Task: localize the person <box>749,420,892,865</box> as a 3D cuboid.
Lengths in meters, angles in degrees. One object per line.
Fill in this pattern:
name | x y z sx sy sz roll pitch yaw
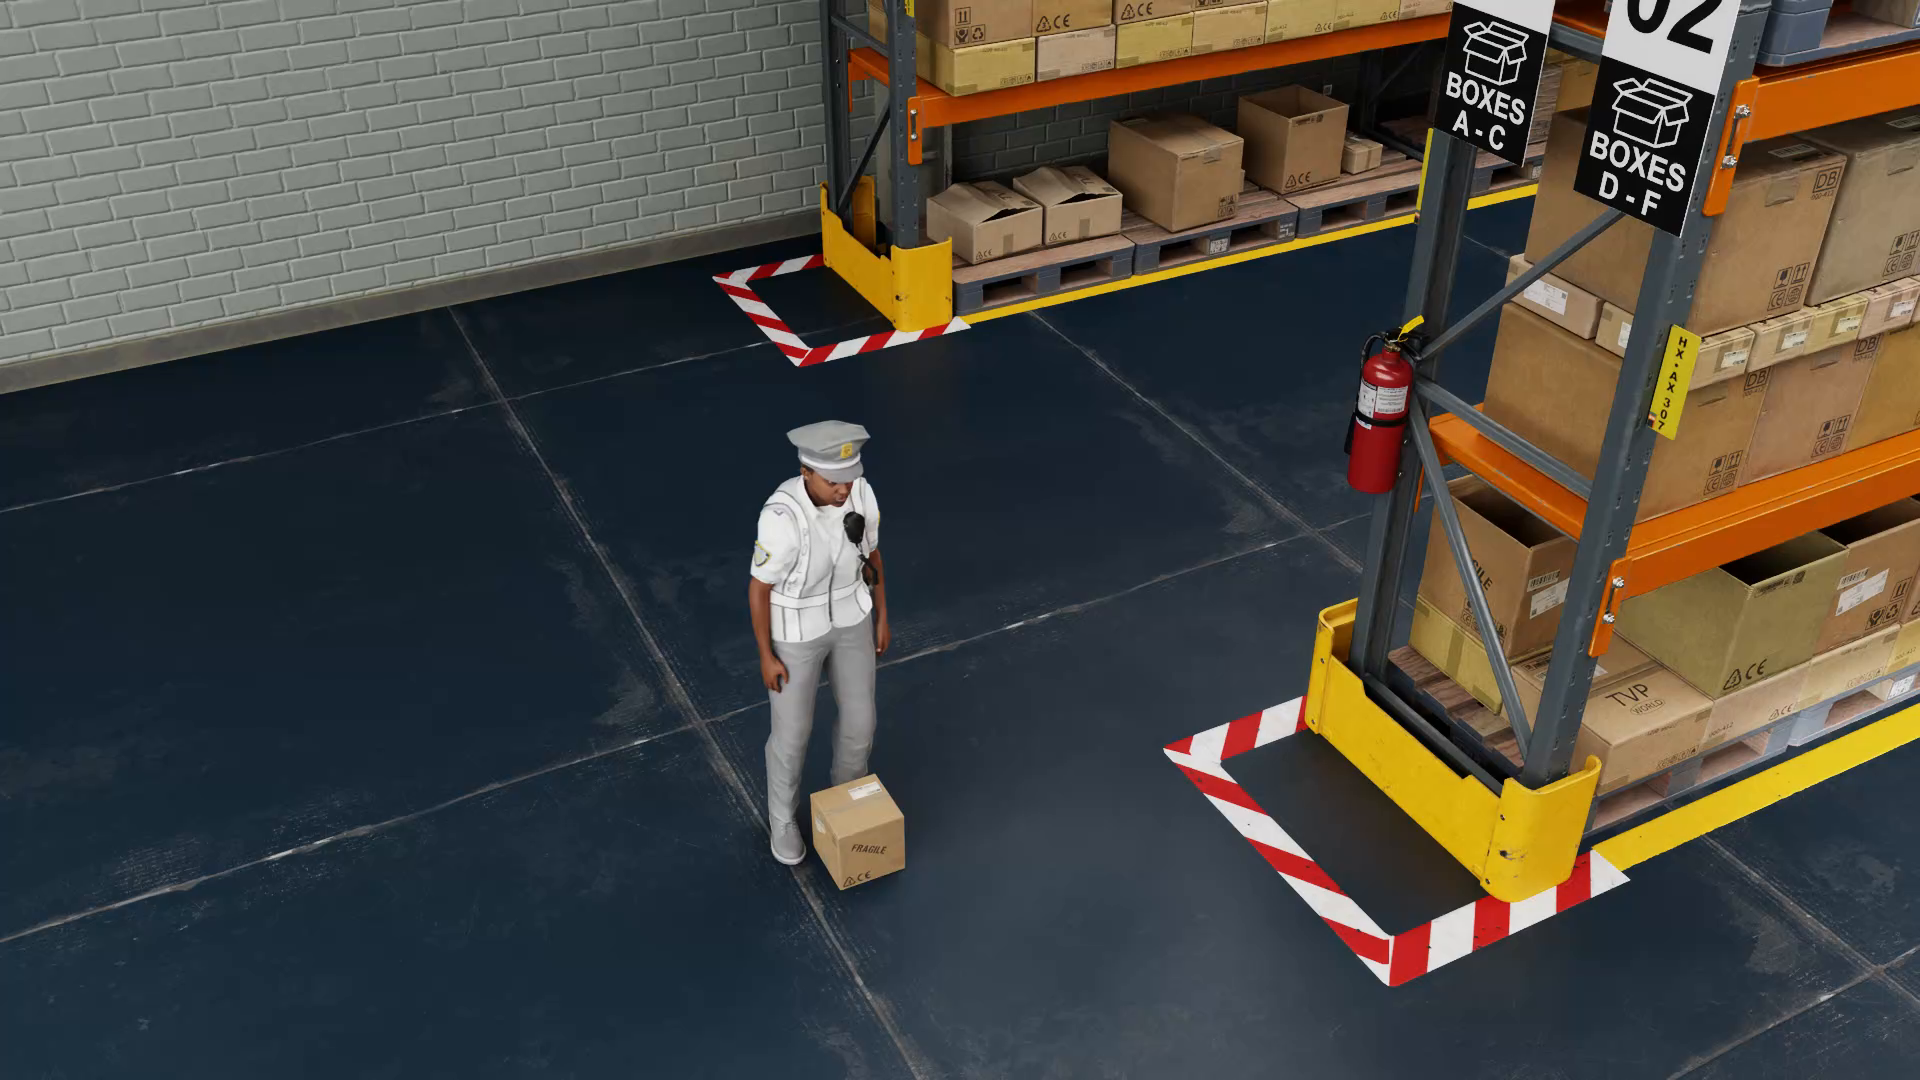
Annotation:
person | -0.476 0.324 5.642 0.532 1.662 0.395 -18 37 -26
